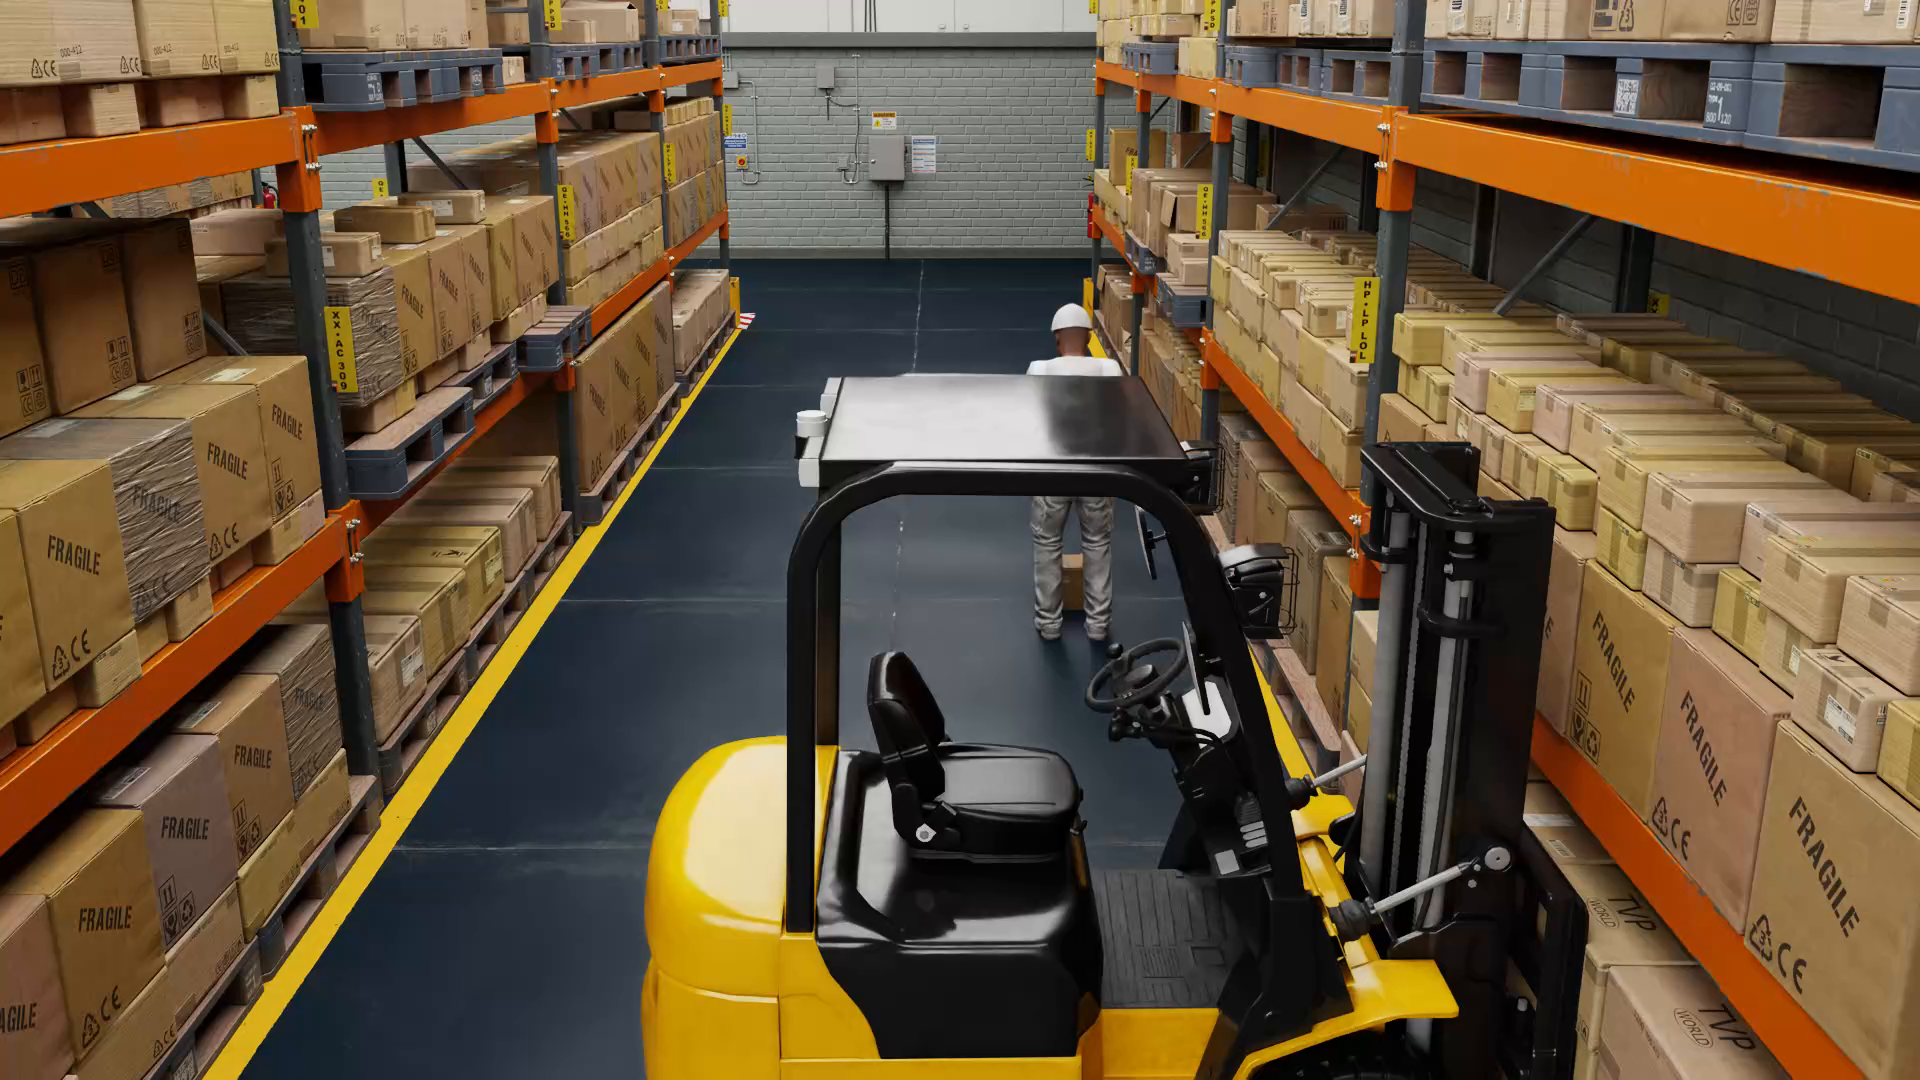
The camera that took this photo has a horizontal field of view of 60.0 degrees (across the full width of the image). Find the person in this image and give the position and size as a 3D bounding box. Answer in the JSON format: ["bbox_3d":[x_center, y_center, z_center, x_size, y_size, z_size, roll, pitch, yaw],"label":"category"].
[{"bbox_3d":[0.575,-0.345,8.687,0.557,1.761,0.400,0,17,0],"label":"person"}]
